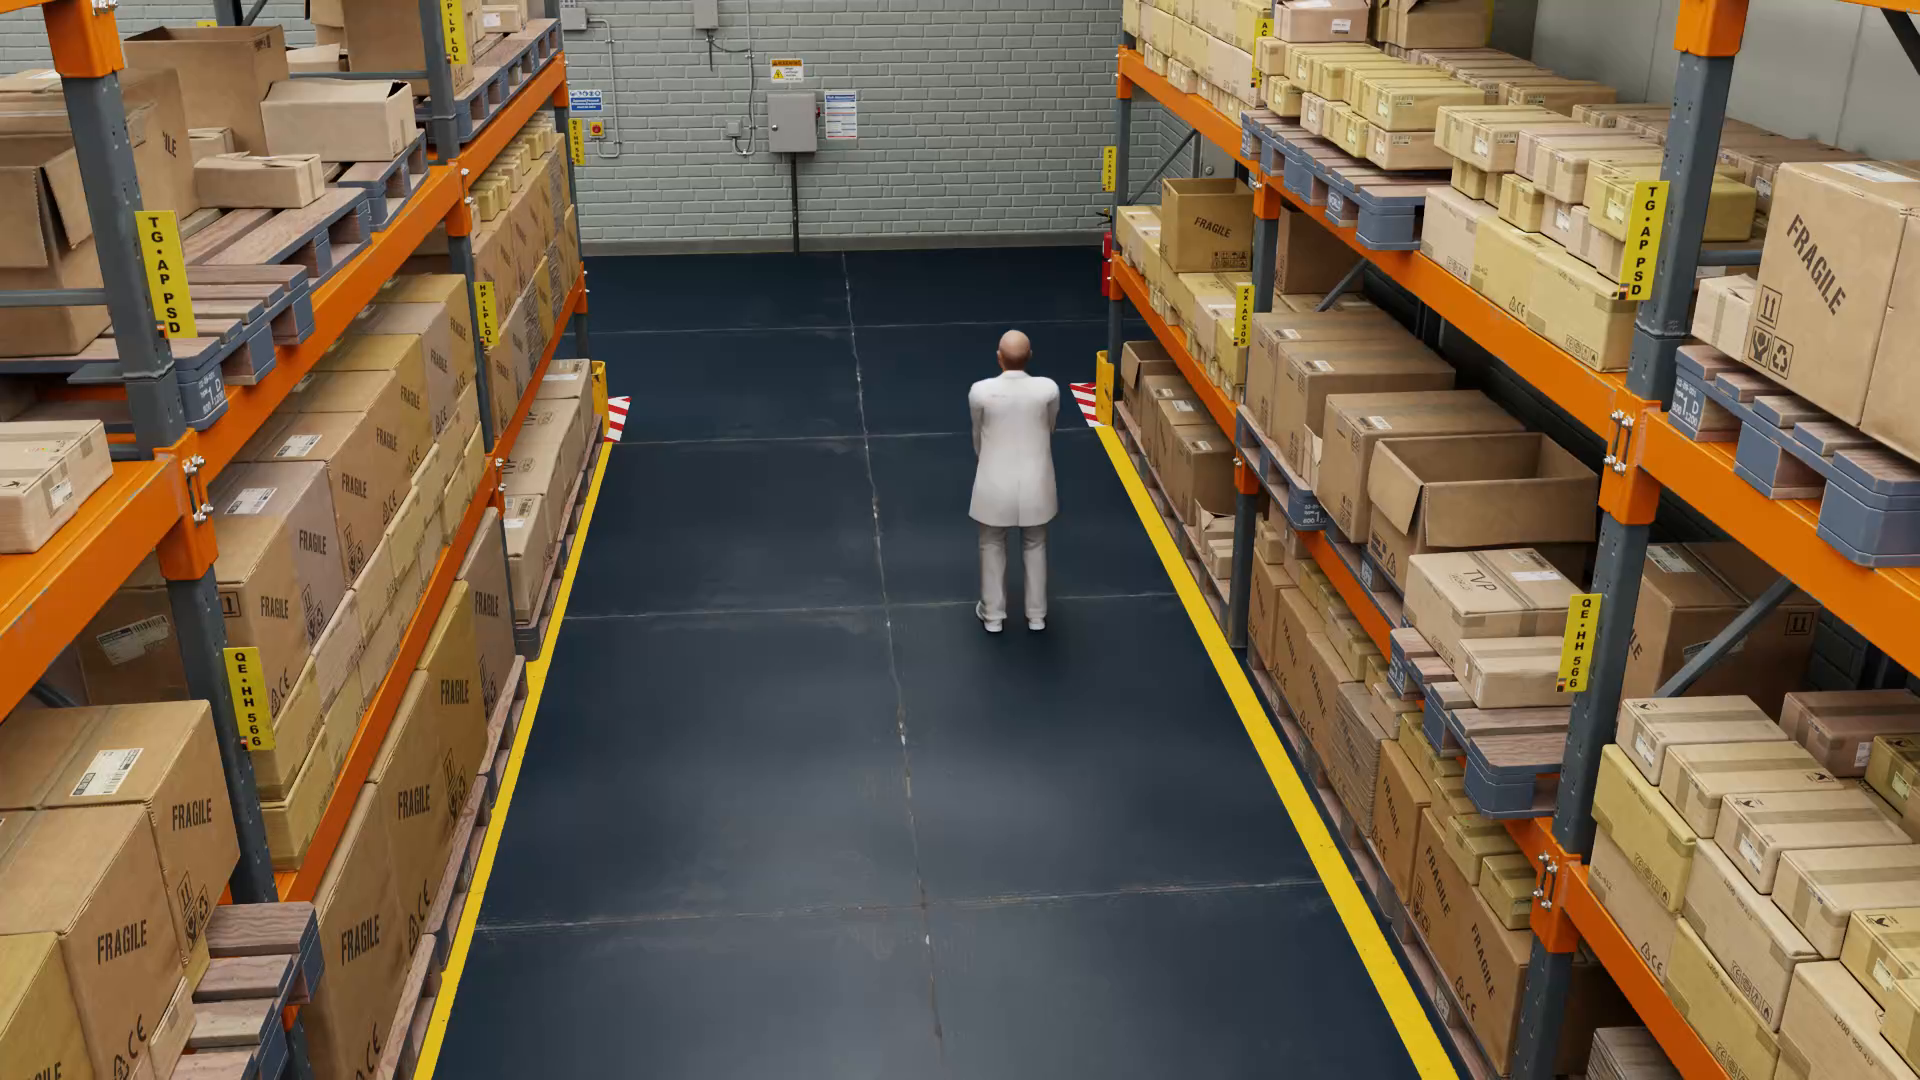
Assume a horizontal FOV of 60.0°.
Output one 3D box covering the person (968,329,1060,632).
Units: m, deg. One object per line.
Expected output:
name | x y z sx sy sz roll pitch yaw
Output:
person | 0.293 -0.369 9.493 0.525 1.764 0.554 -2 24 -5
